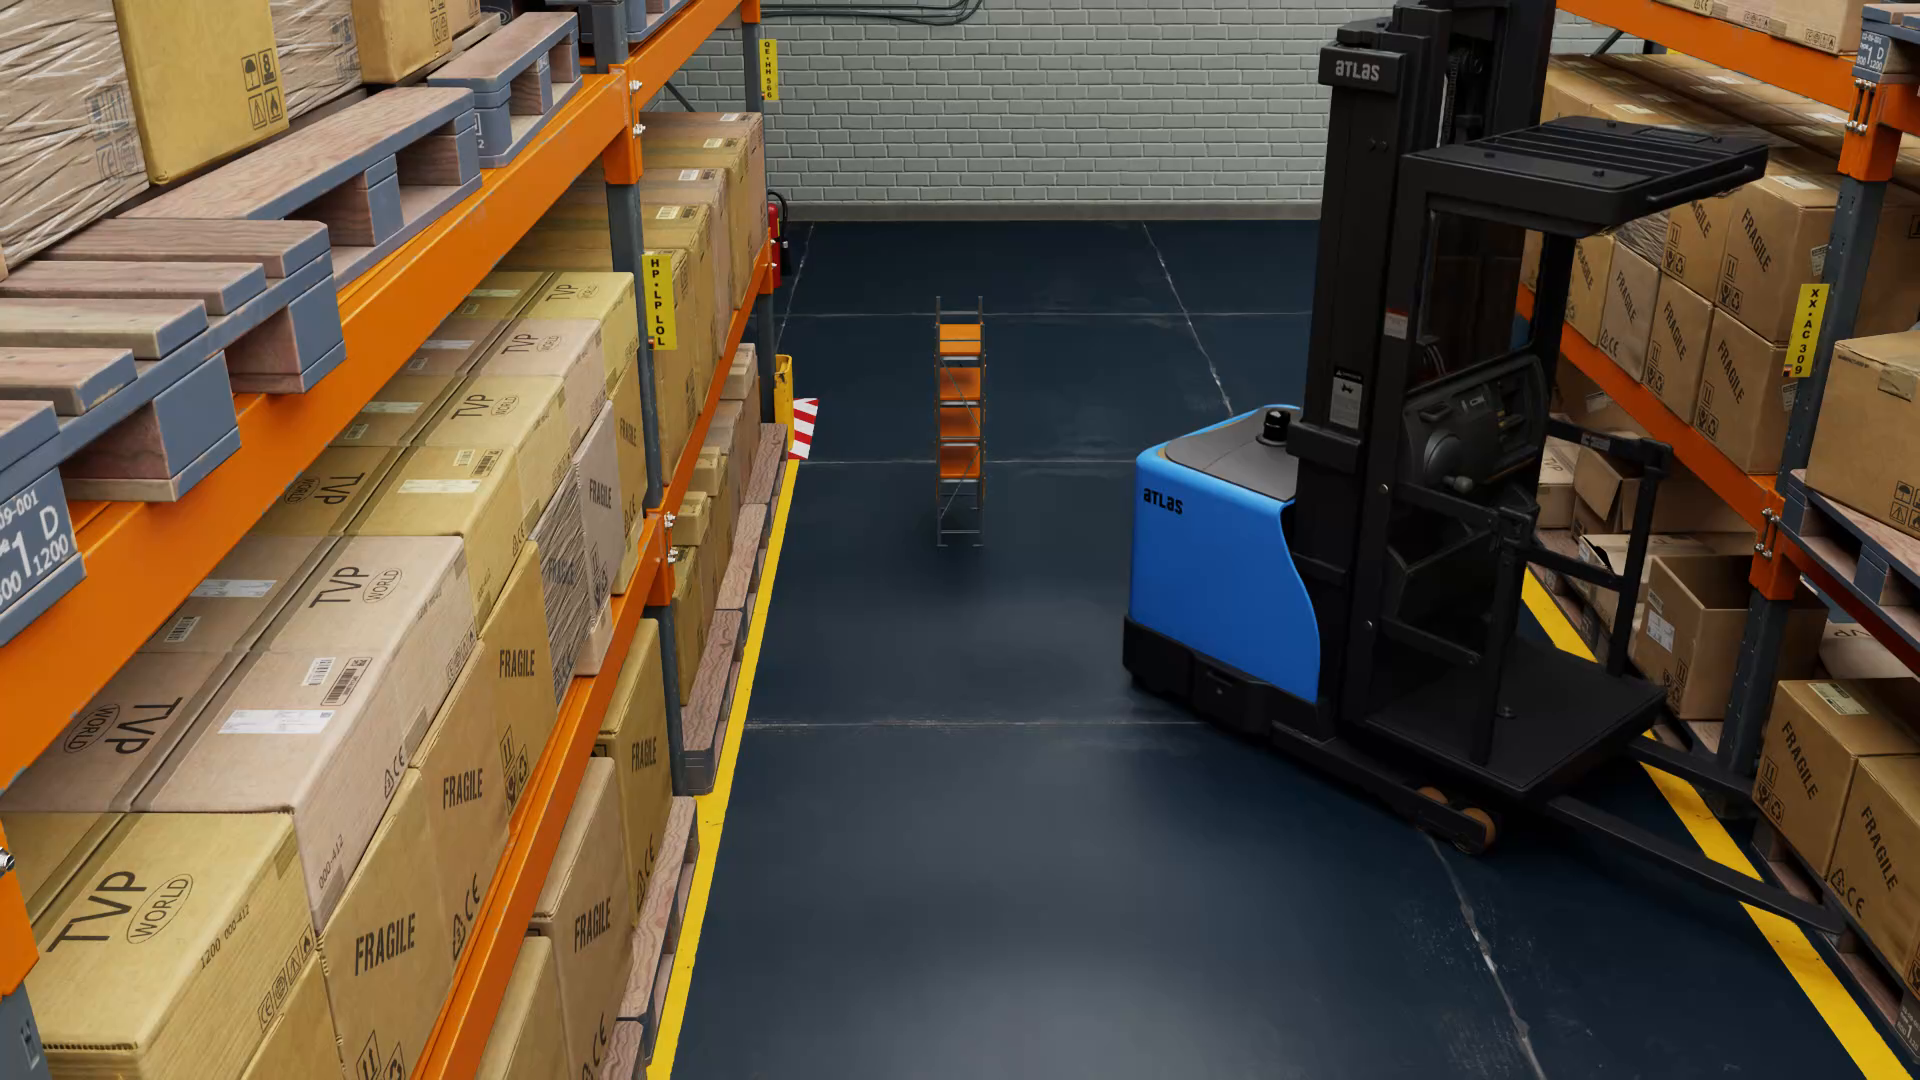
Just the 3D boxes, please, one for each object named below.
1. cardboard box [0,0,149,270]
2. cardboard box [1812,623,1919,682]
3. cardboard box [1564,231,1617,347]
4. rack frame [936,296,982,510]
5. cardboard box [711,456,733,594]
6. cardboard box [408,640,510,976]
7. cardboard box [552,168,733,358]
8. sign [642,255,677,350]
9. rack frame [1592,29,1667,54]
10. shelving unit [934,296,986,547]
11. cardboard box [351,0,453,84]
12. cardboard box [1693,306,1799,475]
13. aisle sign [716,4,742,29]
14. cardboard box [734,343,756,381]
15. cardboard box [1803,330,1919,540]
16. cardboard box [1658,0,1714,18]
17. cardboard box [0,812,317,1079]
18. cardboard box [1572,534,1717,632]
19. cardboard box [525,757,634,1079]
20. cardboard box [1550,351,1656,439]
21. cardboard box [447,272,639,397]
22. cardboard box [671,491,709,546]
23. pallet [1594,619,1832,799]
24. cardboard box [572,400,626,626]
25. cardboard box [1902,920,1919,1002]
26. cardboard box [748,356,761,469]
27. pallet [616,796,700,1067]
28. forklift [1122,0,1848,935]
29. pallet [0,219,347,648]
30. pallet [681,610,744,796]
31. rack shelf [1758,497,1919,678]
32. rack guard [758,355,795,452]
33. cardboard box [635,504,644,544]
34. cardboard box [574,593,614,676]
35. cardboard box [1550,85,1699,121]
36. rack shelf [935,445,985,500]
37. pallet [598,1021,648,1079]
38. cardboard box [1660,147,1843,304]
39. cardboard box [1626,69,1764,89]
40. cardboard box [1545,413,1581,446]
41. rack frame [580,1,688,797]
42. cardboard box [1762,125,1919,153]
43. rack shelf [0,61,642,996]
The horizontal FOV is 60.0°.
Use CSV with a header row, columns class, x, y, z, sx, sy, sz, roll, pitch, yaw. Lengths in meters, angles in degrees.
class,x,y,z,sx,sy,sz,roll,pitch,yaw
cardboard box,-1.626,-0.676,2.310,0.700,0.500,0.500,-2,24,-3
cardboard box,3.617,0.533,6.661,0.500,0.311,0.500,0,24,-1
cardboard box,3.120,-1.202,7.647,0.500,0.500,0.500,0,24,0
rack frame,-0.004,-0.715,8.876,0.240,1.200,0.015,0,24,-1
cardboard box,-1.460,-0.074,7.796,0.700,0.500,0.500,0,24,1
cardboard box,-1.255,0.542,3.404,0.500,0.500,0.500,0,24,-1
cardboard box,-1.558,-1.255,7.520,0.980,0.700,0.700,-1,24,-3
sign,-1.006,-0.792,5.552,0.100,0.325,0.005,0,24,-1
rack frame,3.361,-1.966,9.457,1.000,3.000,0.127,0,24,-1
shelving unit,-0.002,-0.615,8.654,0.258,1.200,0.503,0,24,-1
cardboard box,-1.578,-1.314,3.721,0.700,0.500,0.500,-1,24,-2
cardboard box,3.143,-0.568,6.245,0.500,0.500,0.500,0,24,0
aisle sign,-1.293,-3.158,8.937,0.394,0.787,0.004,0,24,-1
cardboard box,-1.301,-0.950,8.947,0.380,0.149,0.250,-1,24,-1
cardboard box,3.186,-0.358,5.272,0.700,0.500,0.500,-9,26,-18
cardboard box,3.125,-2.227,6.577,0.500,0.250,0.500,0,24,-1
cardboard box,-1.252,0.622,2.317,0.500,0.250,0.500,0,24,1
cardboard box,3.107,0.164,7.476,0.500,0.311,0.500,0,24,-1
cardboard box,-1.399,1.128,4.716,0.750,0.750,0.750,0,24,1
cardboard box,3.613,-0.805,9.388,0.500,0.500,0.500,0,24,-1
cardboard box,-1.288,-0.635,5.096,0.500,0.250,0.500,0,24,1
cardboard box,-1.275,-0.092,7.051,0.380,0.149,0.250,1,24,1
pallet,3.398,0.670,7.013,1.003,0.211,1.213,0,24,-1
cardboard box,-1.276,-0.085,4.791,0.500,0.500,0.500,0,24,0
cardboard box,3.181,1.247,4.853,0.500,0.500,0.500,0,24,0
cardboard box,-1.484,-0.707,9.196,0.700,0.500,0.500,0,24,-1
pallet,-1.465,1.294,5.632,1.003,0.211,1.213,0,24,-1
forklift,2.082,-0.409,6.098,1.130,2.935,3.031,-21,31,-38
pallet,-1.565,-0.191,2.122,1.213,0.211,1.003,1,24,2
pallet,-1.479,0.663,7.028,1.003,0.211,1.213,0,24,-1
rack shelf,3.427,0.834,4.139,1.077,0.370,4.000,0,24,-1
rack guard,-1.592,-0.813,9.941,1.175,0.500,0.348,0,24,-1
cardboard box,-1.262,-0.051,5.502,0.380,0.149,0.250,0,24,0
cardboard box,-1.216,0.269,4.796,0.380,0.149,0.250,0,24,-1
cardboard box,3.116,-1.862,7.891,0.500,0.500,0.500,0,24,0
rack shelf,-0.002,-0.373,8.763,0.258,0.148,0.480,0,24,-1
pallet,-1.448,1.798,4.518,1.003,0.211,1.213,0,24,-1
cardboard box,3.132,-1.237,6.511,0.500,0.500,0.500,-1,24,-2
cardboard box,3.647,-2.077,8.367,0.500,0.500,0.500,0,24,1
cardboard box,3.089,-0.482,8.979,0.500,0.250,0.500,0,24,-1
rack frame,-1.548,-0.294,5.760,1.000,3.000,0.127,0,24,-1
cardboard box,3.670,-1.439,6.956,0.500,0.500,0.500,-1,24,-2
rack shelf,-1.527,-0.509,3.468,1.077,0.370,4.000,0,24,-1
